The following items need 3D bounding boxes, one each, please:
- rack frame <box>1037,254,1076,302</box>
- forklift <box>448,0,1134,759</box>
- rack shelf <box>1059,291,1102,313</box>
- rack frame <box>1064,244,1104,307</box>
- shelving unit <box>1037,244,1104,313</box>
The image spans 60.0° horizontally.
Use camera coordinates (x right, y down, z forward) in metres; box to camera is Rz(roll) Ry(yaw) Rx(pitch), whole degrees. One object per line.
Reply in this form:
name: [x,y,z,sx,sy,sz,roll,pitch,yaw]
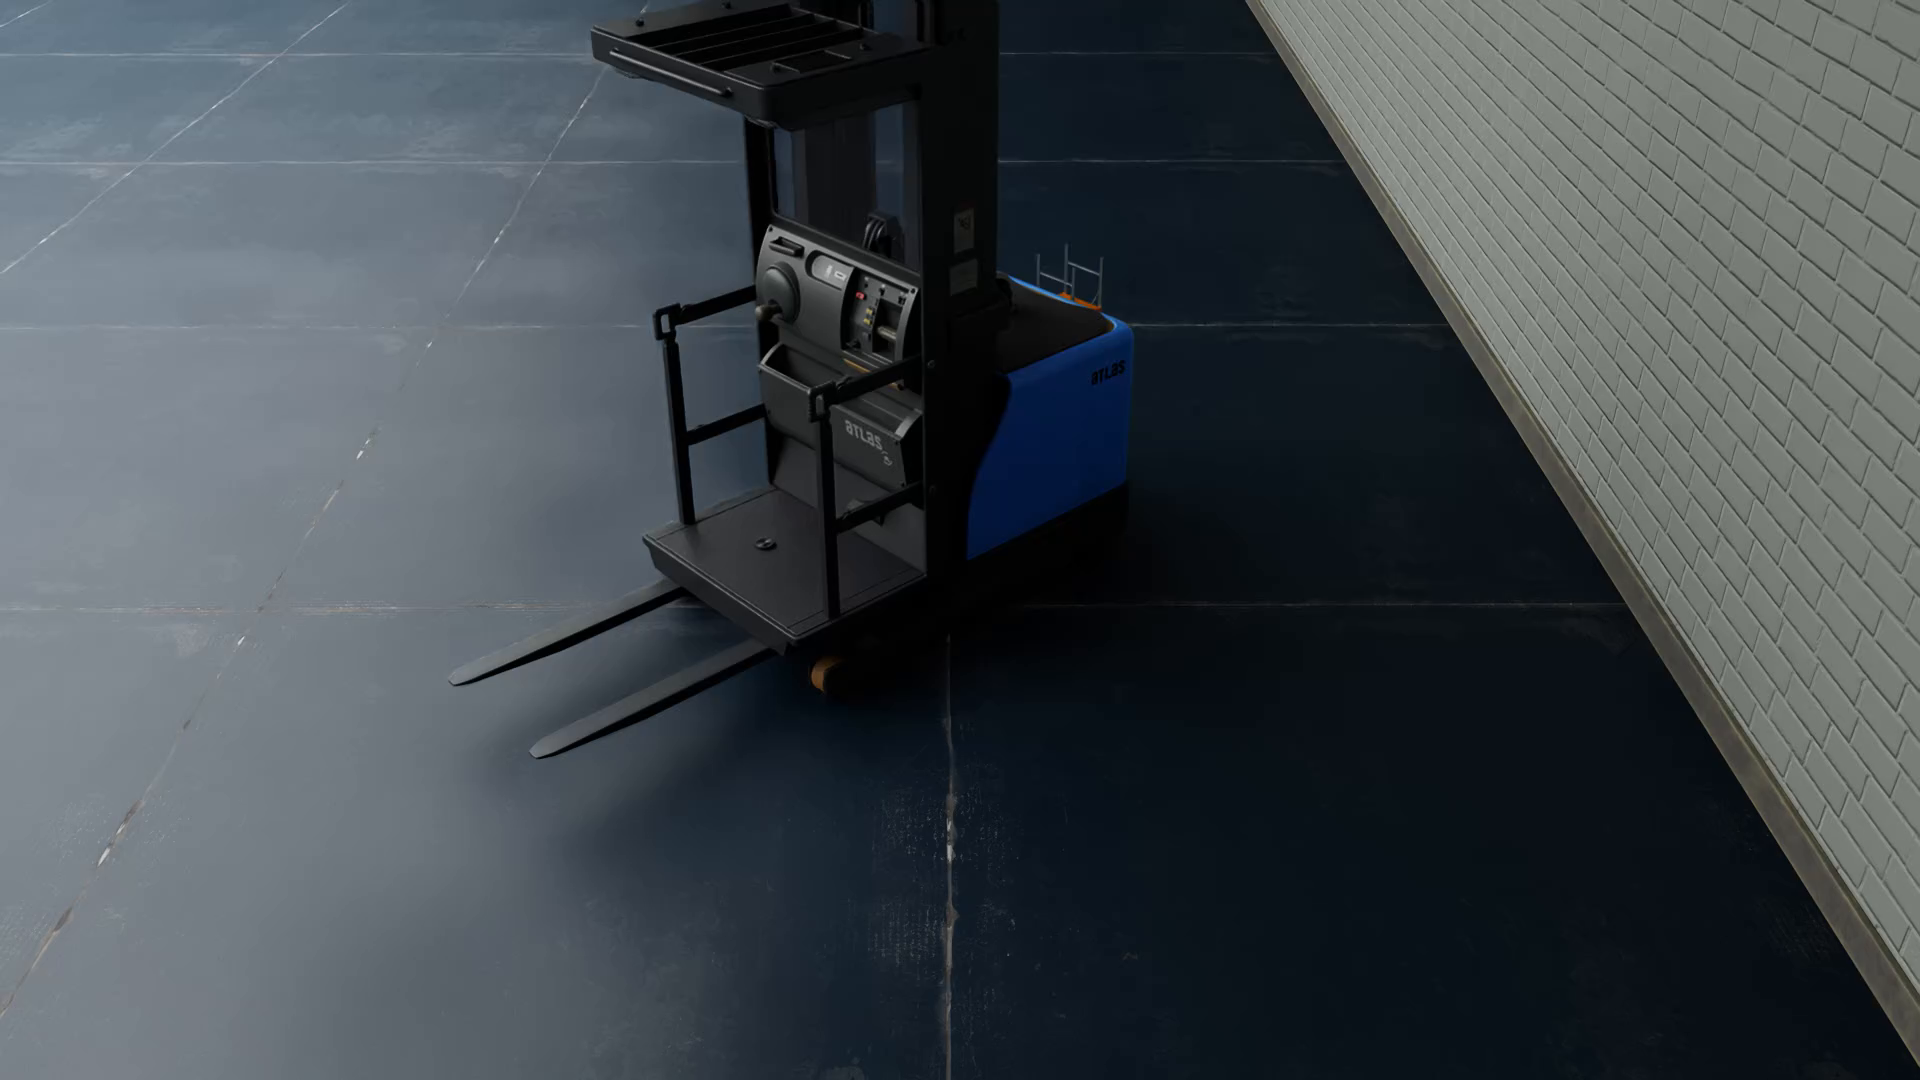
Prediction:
rack frame: [0.437,-0.746,7.823,0.006,1.200,0.240,-26,40,-36]
forklift: [-0.649,-0.932,6.460,3.031,2.935,1.130,-26,40,-36]
rack shelf: [0.504,-1.048,7.713,0.180,0.103,0.258,-26,40,-36]
rack frame: [0.571,-0.811,7.930,0.006,1.200,0.240,-26,40,-36]
shelving unit: [0.504,-0.779,7.876,0.189,1.200,0.258,-26,40,-36]
